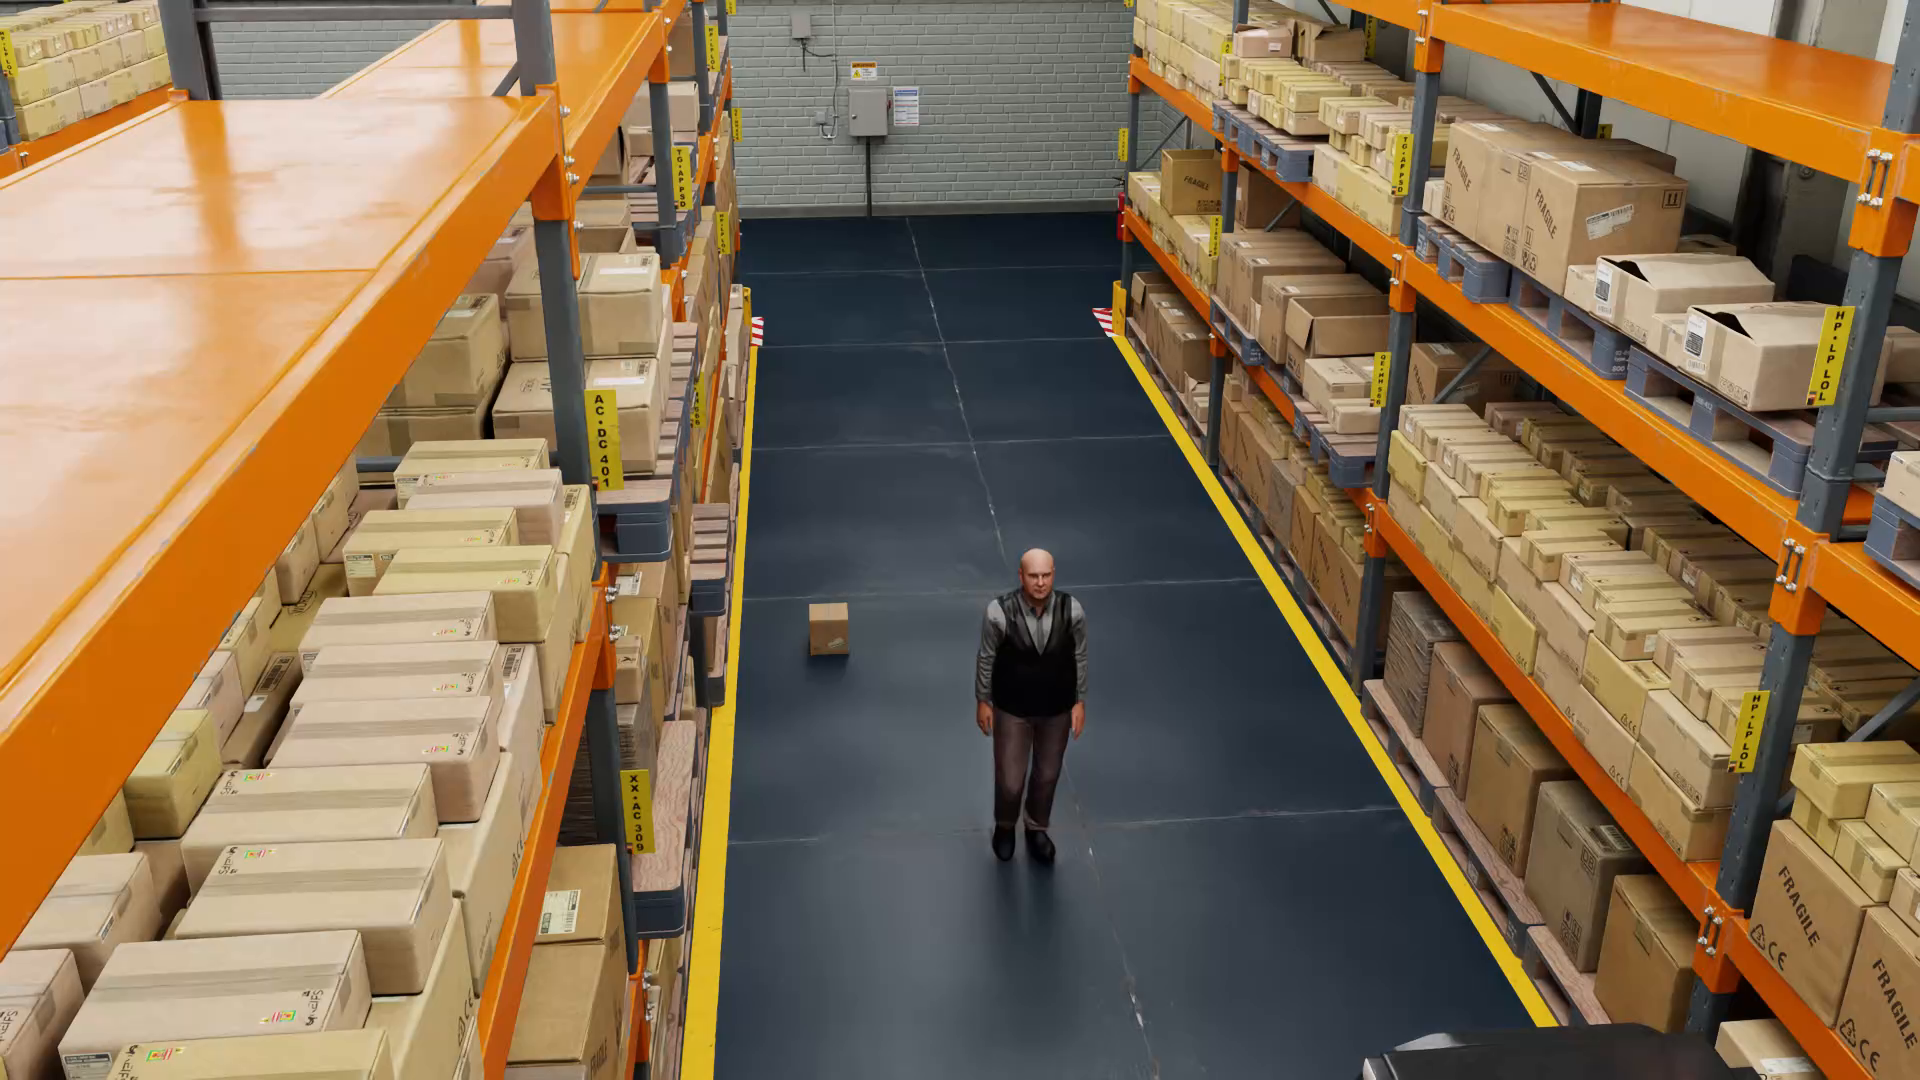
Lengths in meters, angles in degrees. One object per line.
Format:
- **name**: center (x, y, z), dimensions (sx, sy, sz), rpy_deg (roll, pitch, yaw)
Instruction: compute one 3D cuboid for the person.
- **person**: center (0.369, 0.869, 8.349), dimensions (0.562, 1.750, 0.451), rpy_deg (-4, 24, -9)
